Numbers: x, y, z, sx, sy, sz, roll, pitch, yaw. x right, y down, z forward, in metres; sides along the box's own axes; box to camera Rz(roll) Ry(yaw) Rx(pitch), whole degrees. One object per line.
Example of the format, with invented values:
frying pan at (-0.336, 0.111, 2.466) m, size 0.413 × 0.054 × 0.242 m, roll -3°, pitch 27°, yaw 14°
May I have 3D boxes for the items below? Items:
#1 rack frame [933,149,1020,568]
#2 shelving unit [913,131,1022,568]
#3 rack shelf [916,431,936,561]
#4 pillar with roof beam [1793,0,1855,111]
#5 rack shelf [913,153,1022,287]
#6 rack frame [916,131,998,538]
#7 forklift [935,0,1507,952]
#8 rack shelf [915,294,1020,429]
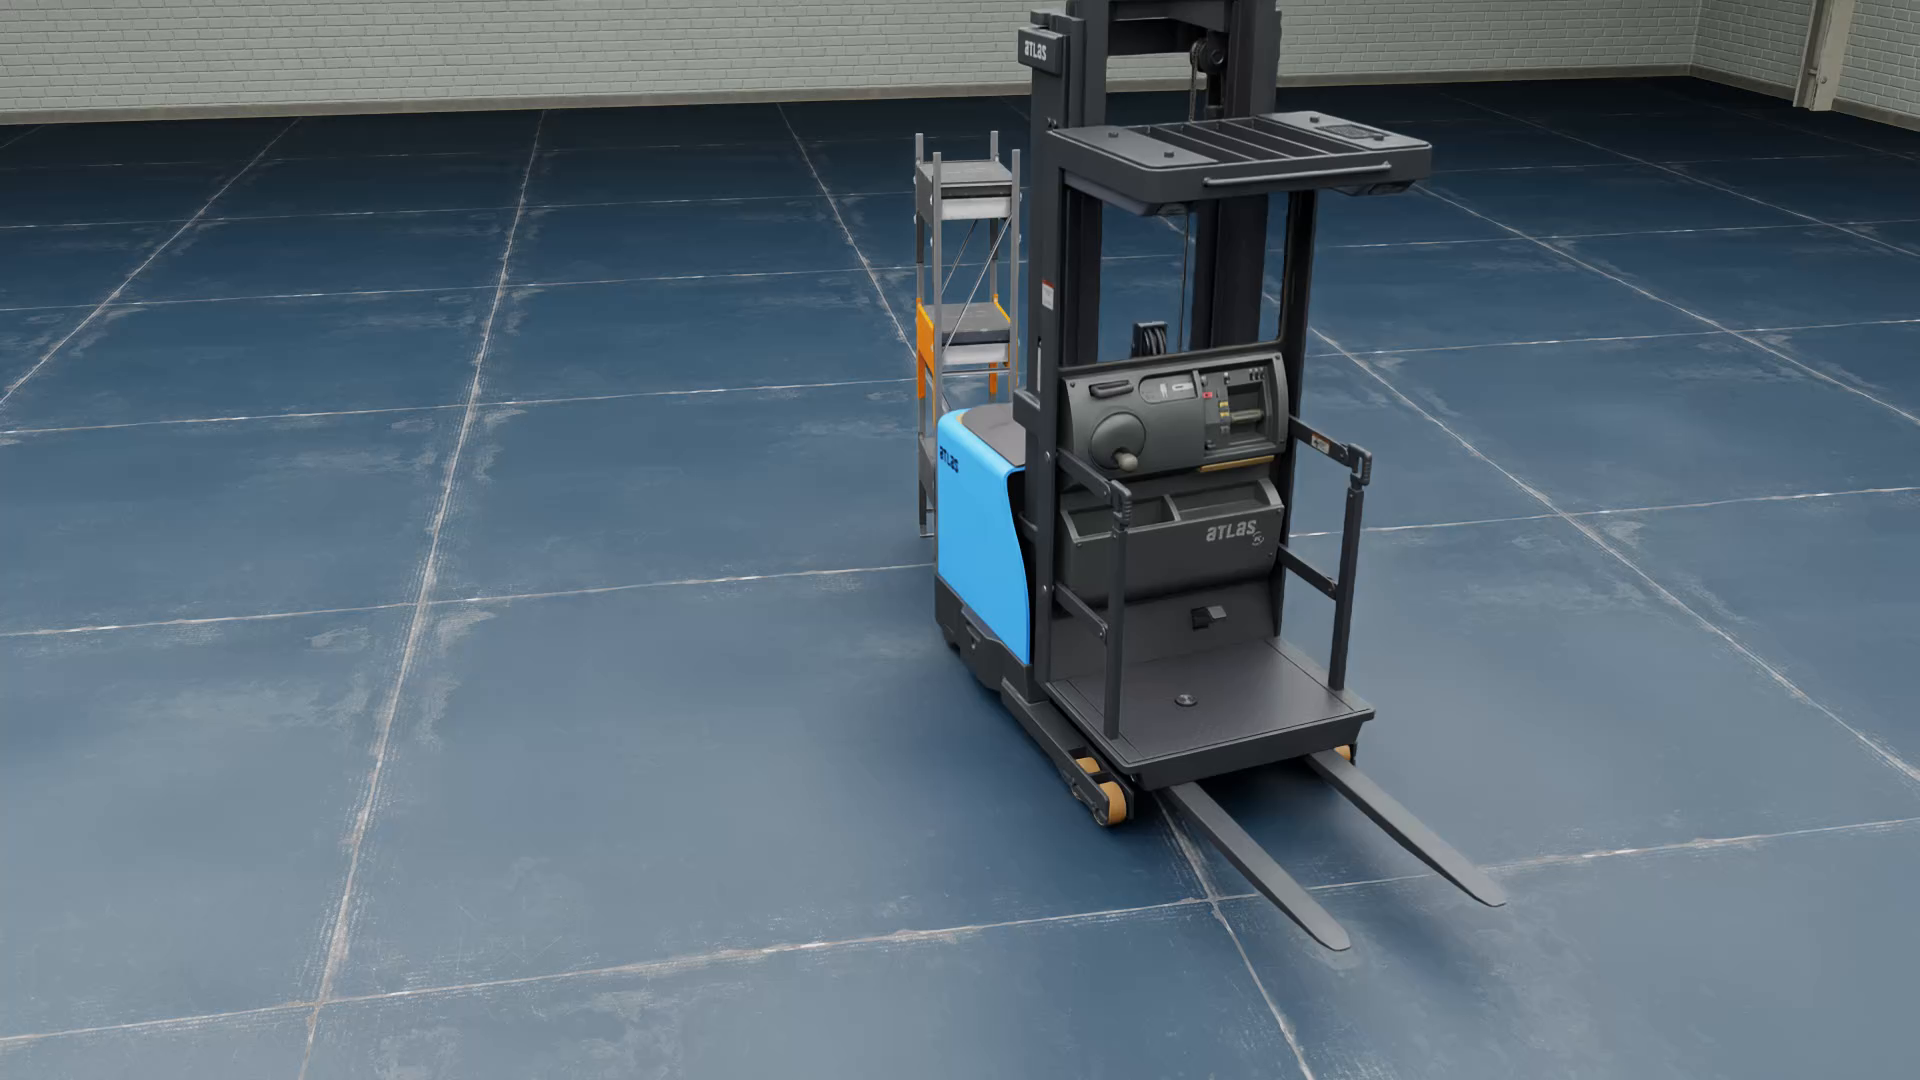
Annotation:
rack frame at (0.076, -0.801, 7.961) m, size 0.400 × 2.100 × 0.015 m, roll -4°, pitch 24°, yaw -10°
shelving unit at (0.031, -0.897, 8.181) m, size 0.431 × 2.100 × 0.503 m, roll -4°, pitch 24°, yaw -10°
rack shelf at (0.031, -0.243, 8.466) m, size 0.431 × 0.518 × 0.480 m, roll -4°, pitch 24°, yaw -10°
pillar with roof beam at (6.841, -9.415, 19.064) m, size 9.100 × 9.000 × 0.400 m, roll -4°, pitch 24°, yaw -10°
rack shelf at (0.031, -1.526, 7.906) m, size 0.431 × 0.518 × 0.480 m, roll -4°, pitch 24°, yaw -10°
rack frame at (-0.015, -0.993, 8.400) m, size 0.400 × 2.100 × 0.015 m, roll -4°, pitch 24°, yaw -10°
forklift at (0.915, -0.456, 6.133) m, size 1.130 × 2.935 × 3.031 m, roll -9°, pitch 25°, yaw -20°
rack shelf at (0.031, -0.885, 8.186) m, size 0.431 × 0.518 × 0.480 m, roll -4°, pitch 24°, yaw -10°
